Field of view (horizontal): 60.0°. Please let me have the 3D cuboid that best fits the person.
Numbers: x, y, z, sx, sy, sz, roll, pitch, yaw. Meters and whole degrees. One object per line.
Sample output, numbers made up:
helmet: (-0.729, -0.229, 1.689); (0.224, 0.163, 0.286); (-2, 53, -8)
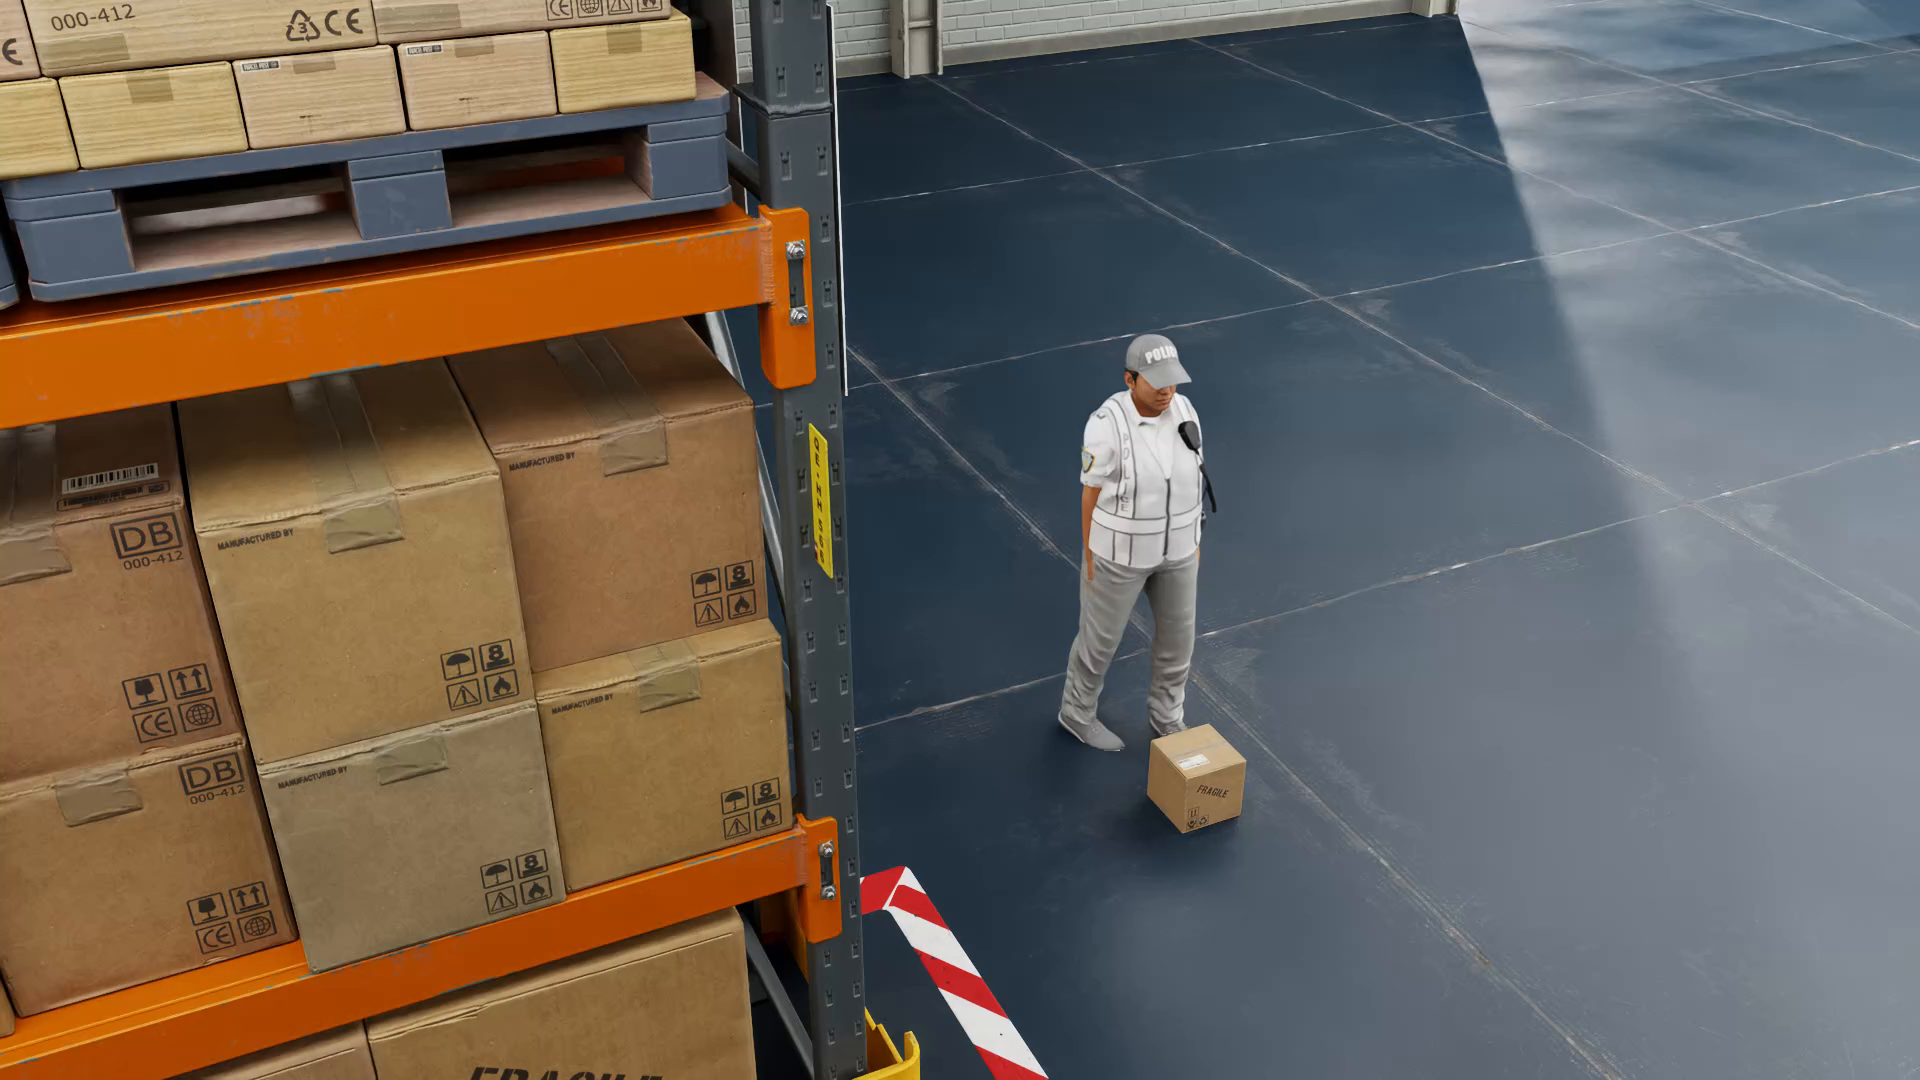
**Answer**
person: (0.675, 0.050, 6.066); (0.469, 1.684, 0.392); (-12, 32, -20)
